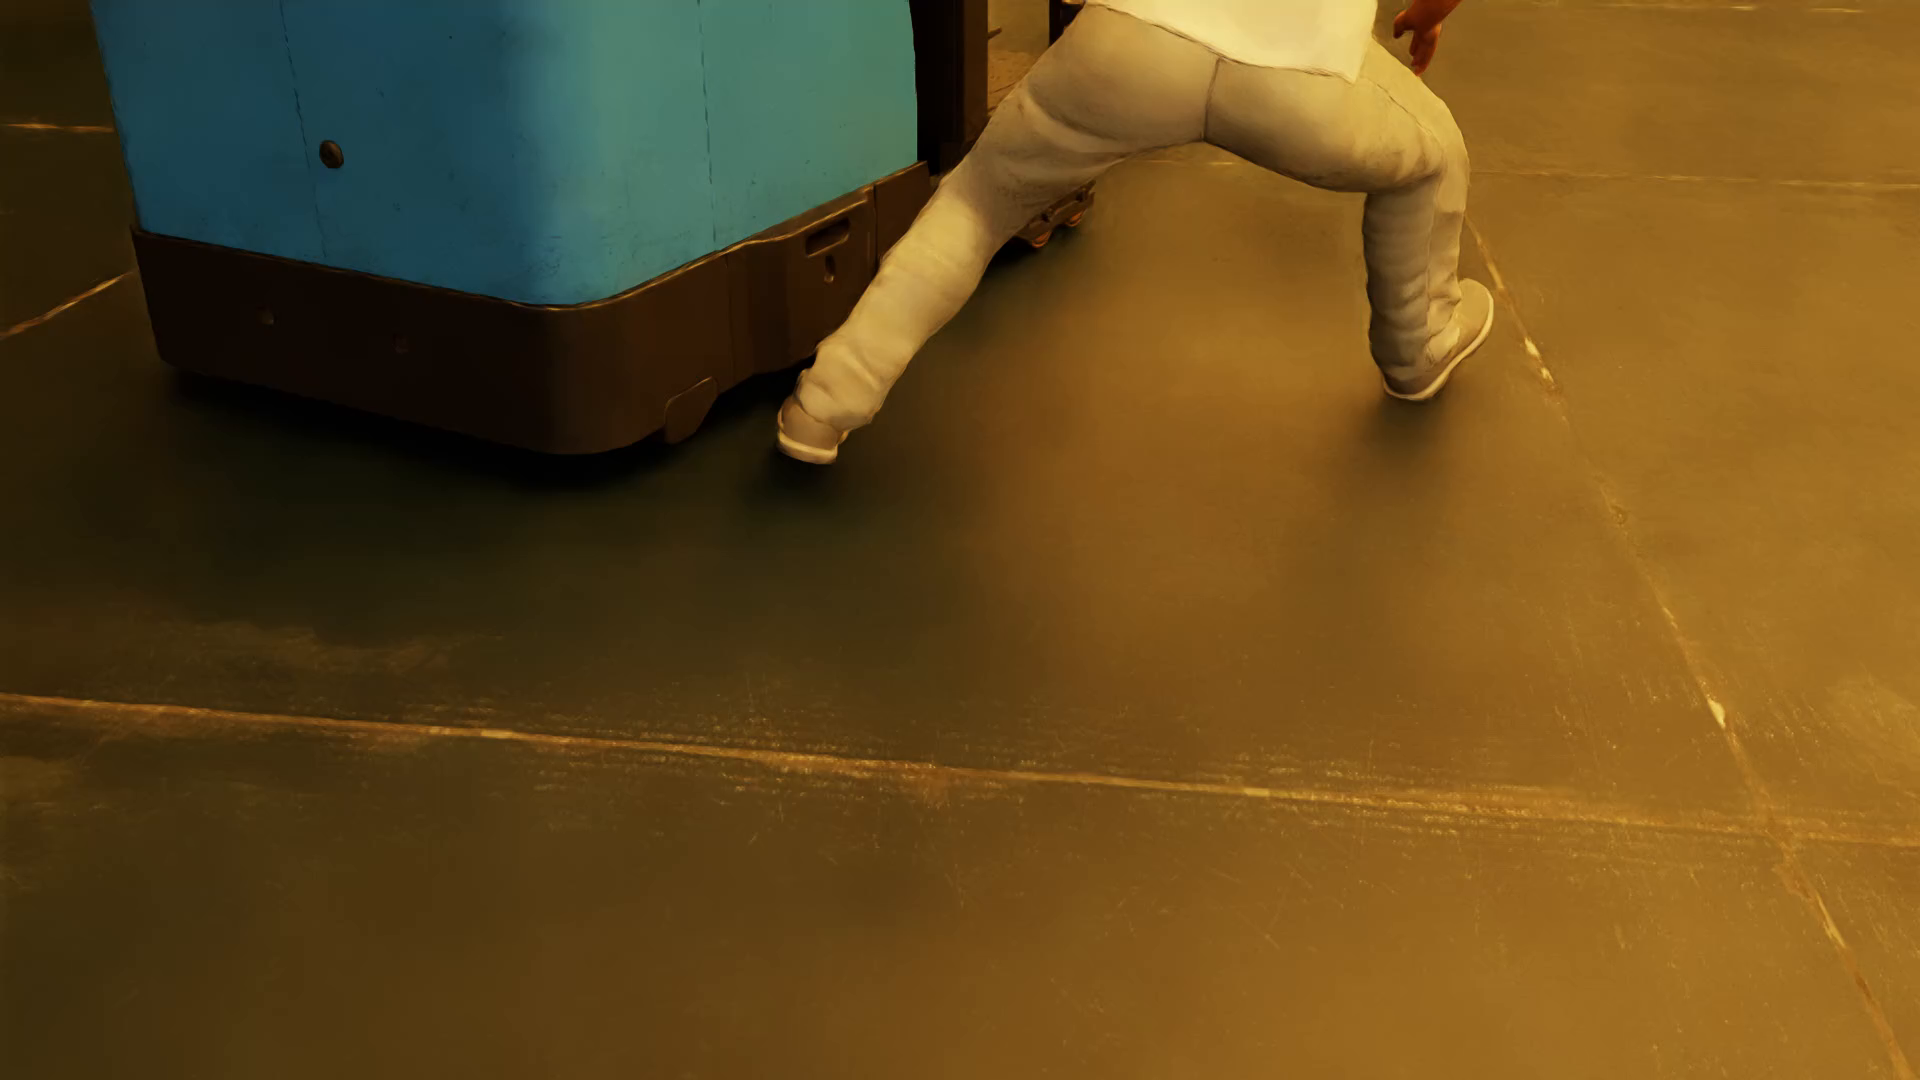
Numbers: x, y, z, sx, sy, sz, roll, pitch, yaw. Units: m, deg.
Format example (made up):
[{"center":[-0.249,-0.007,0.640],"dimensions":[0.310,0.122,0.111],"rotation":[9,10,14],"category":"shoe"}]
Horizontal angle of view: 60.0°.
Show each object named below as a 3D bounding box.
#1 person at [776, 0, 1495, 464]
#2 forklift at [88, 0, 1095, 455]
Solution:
[{"center":[0.340,-0.797,2.619],"dimensions":[1.270,1.352,0.741],"rotation":[2,27,4],"category":"person"},{"center":[-0.328,-2.069,3.365],"dimensions":[1.130,2.935,3.031],"rotation":[13,29,24],"category":"forklift"}]
